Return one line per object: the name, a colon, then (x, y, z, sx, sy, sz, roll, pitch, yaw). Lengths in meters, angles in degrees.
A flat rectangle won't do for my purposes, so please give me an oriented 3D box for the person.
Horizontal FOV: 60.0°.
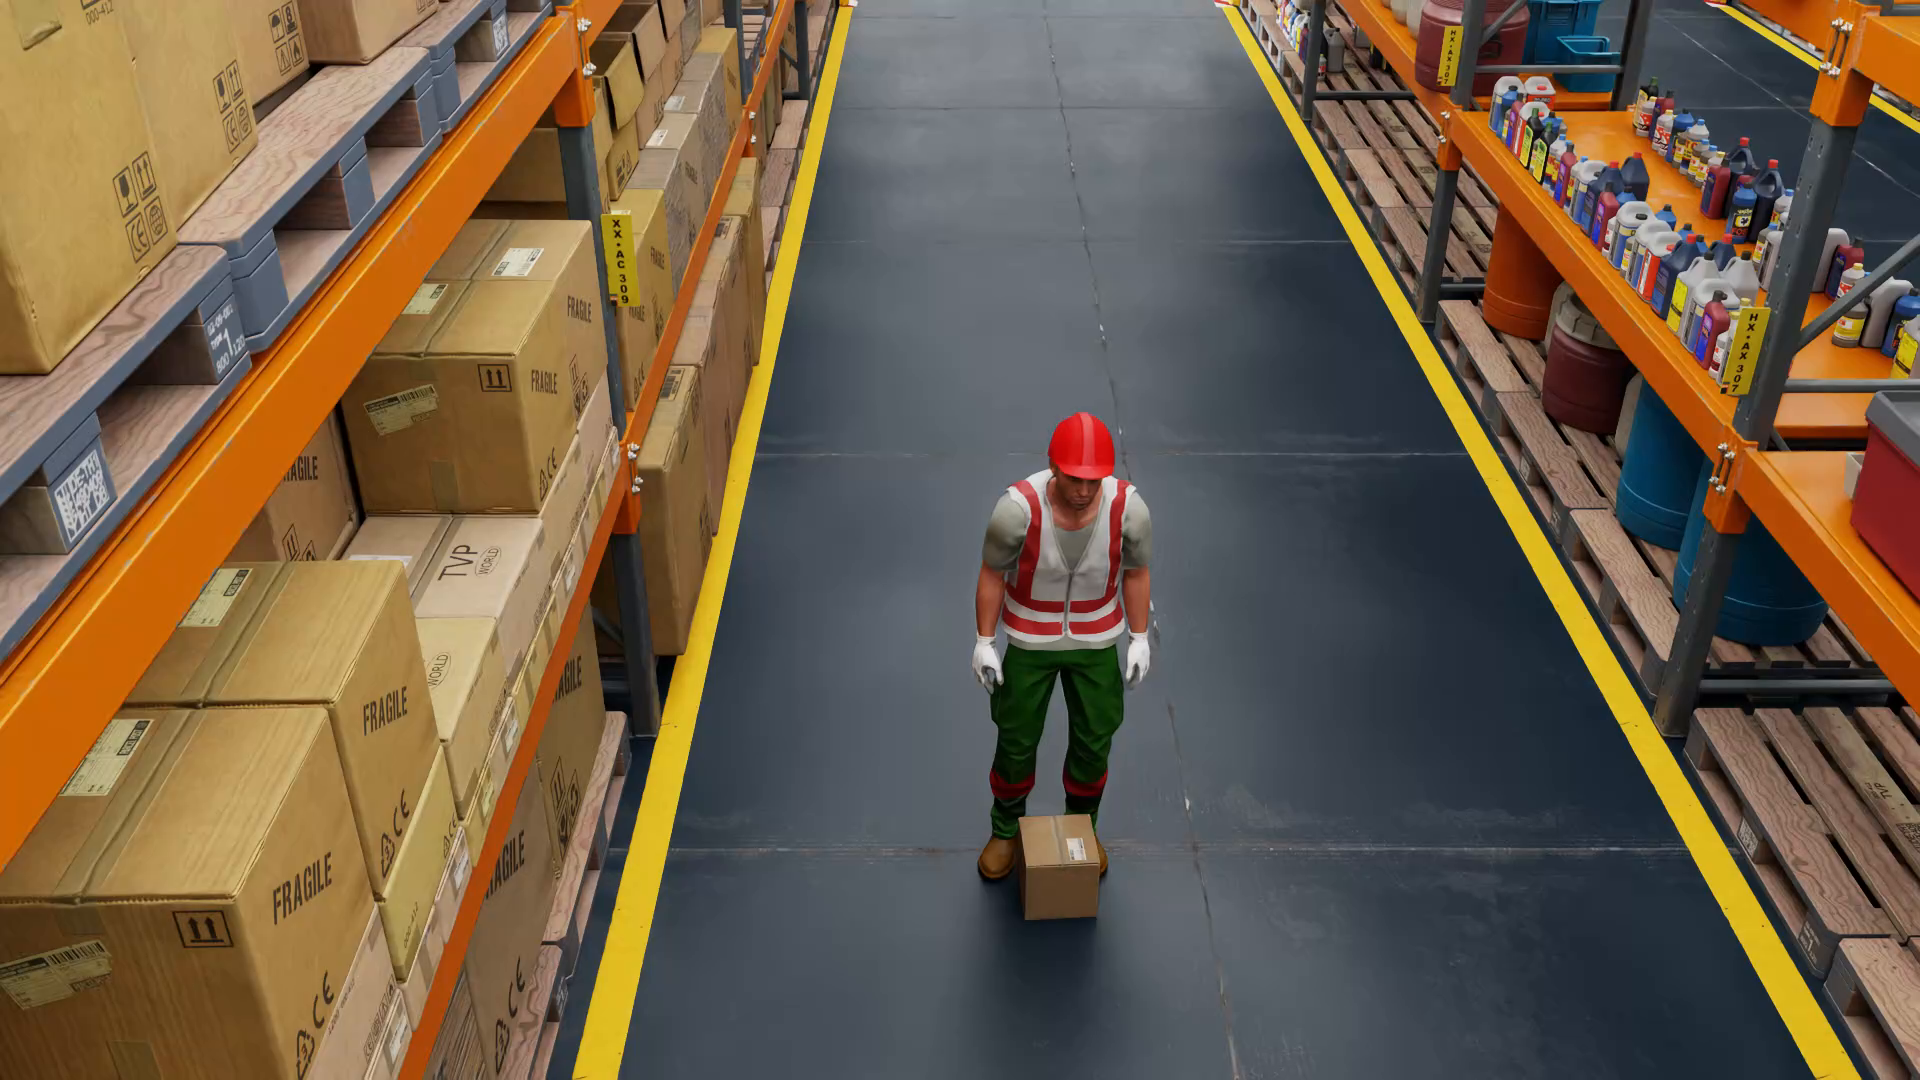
person: (0.341, 0.358, 5.531, 0.609, 1.777, 0.453, -2, 31, -3)
